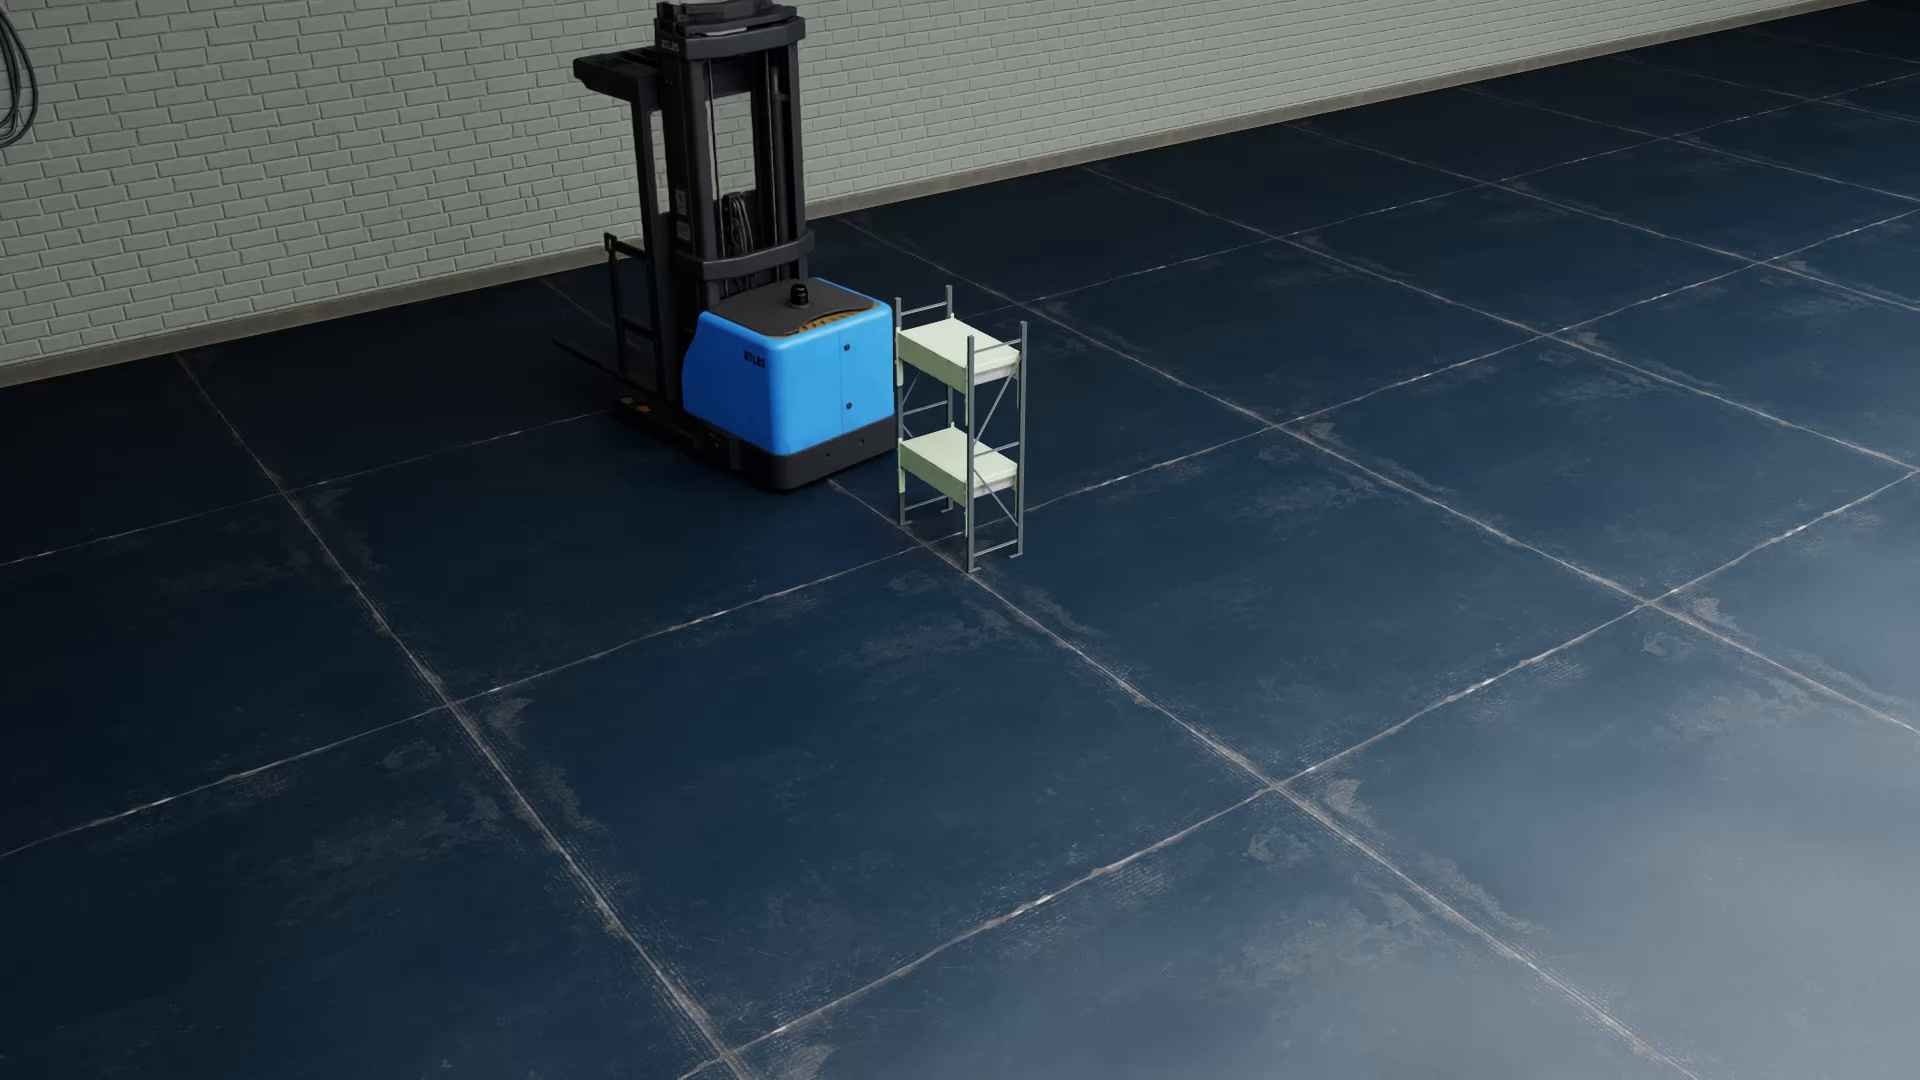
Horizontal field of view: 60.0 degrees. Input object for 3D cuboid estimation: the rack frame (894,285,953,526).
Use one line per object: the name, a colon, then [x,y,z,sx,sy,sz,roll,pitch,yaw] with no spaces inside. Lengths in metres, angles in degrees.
rack frame: [-0.216,-0.804,10.159,0.400,1.500,0.023,-19,34,-31]

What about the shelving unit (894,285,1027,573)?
shelving unit: [-0.004,-0.662,9.897,0.431,1.500,0.755,-19,34,-31]

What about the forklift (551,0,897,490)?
forklift: [-1.813,-2.220,11.266,1.130,2.935,3.031,-25,37,-38]

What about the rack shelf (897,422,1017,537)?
rack shelf: [-0.004,-0.375,10.052,0.431,0.370,0.720,-19,34,-31]

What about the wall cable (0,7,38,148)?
wall cable: [-7.736,-3.489,10.499,3.097,2.526,0.112,-19,34,-31]

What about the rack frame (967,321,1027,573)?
rack frame: [0.208,-0.519,9.635,0.400,1.500,0.023,-19,34,-31]

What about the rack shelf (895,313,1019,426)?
rack shelf: [-0.004,-1.005,9.711,0.431,0.370,0.720,-19,34,-31]
